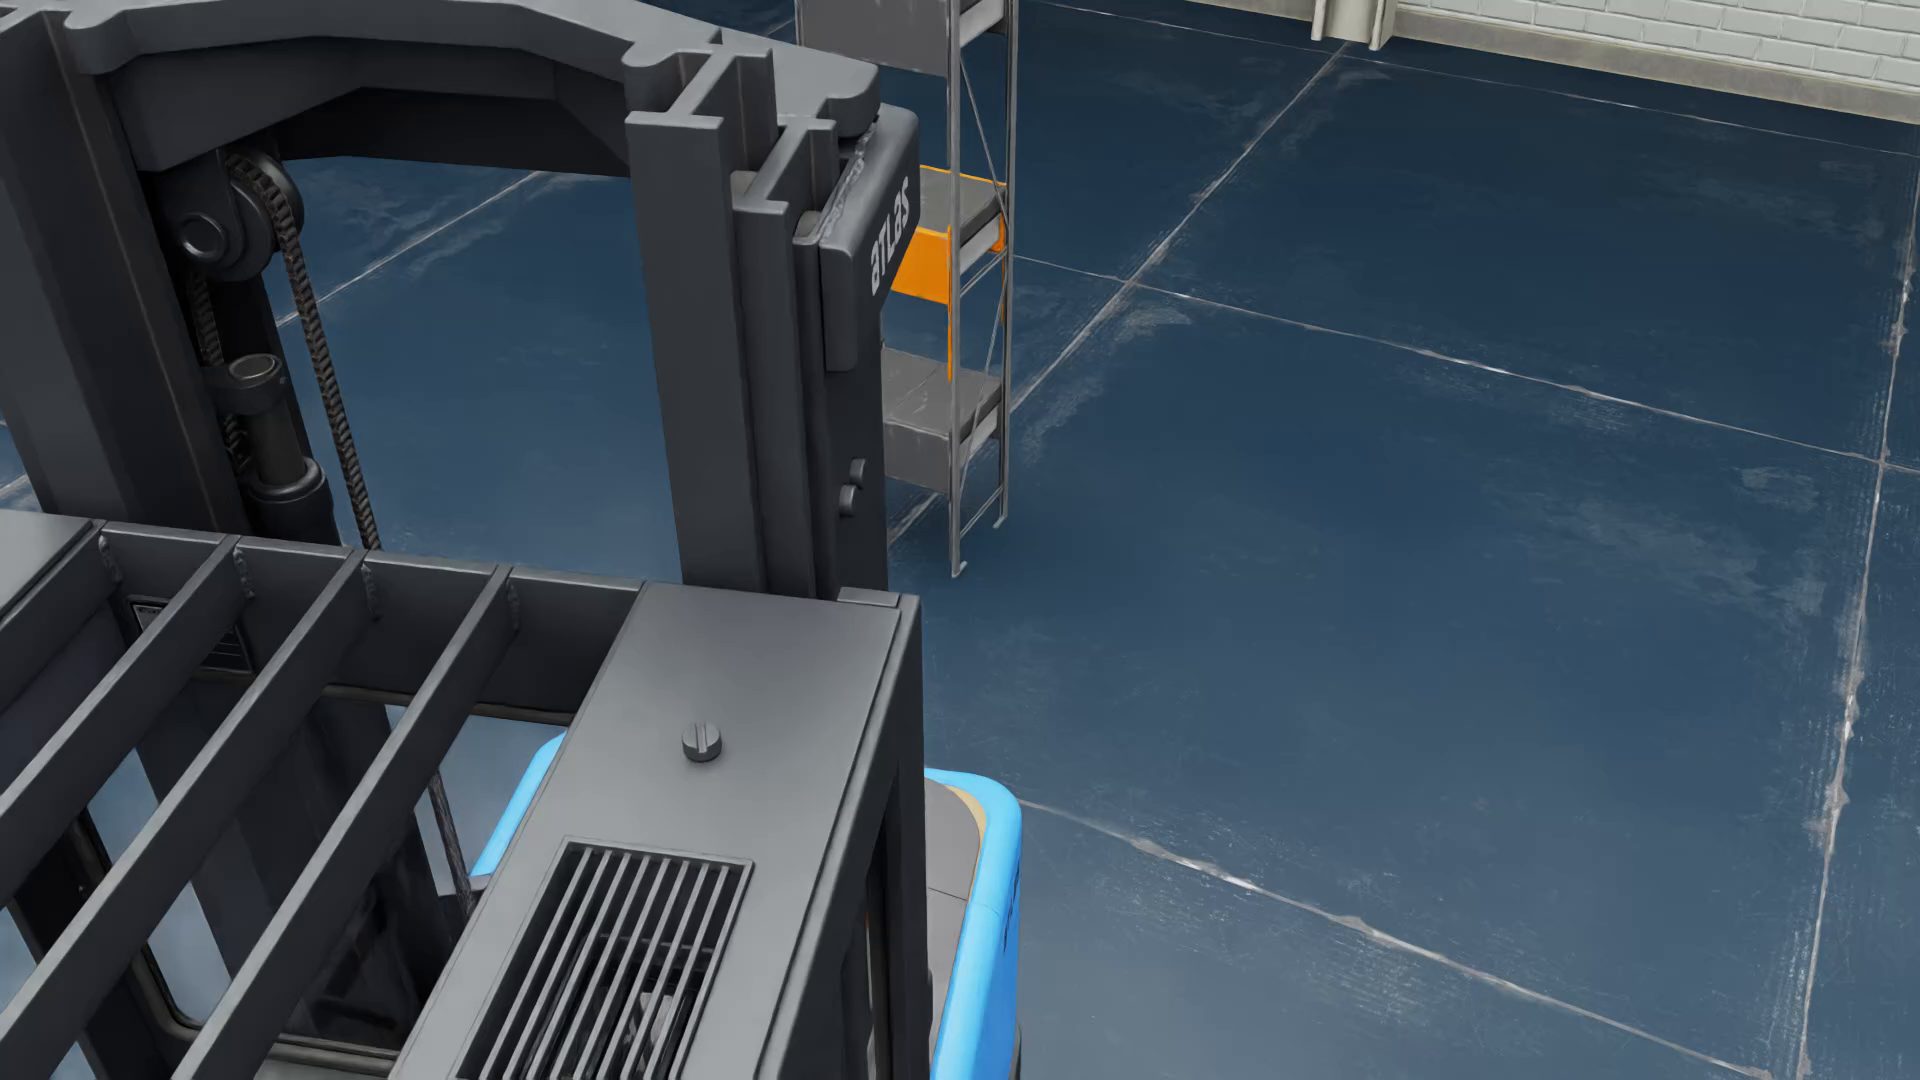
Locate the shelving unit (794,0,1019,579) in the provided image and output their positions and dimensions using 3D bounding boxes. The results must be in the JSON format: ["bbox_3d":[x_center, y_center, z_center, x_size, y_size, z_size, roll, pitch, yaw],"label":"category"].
[{"bbox_3d":[-0.147,-0.882,5.176,0.503,2.100,0.431,17,41,21],"label":"shelving unit"}]

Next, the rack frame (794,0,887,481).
[{"bbox_3d":[-0.364,-0.950,5.265,0.015,2.100,0.400,17,41,21],"label":"rack frame"}]

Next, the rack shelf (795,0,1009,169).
[{"bbox_3d":[-0.147,-1.429,4.761,0.480,0.518,0.431,17,41,21],"label":"rack shelf"}]

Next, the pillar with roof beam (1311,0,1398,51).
[{"bbox_3d":[0.275,-4.172,3.803,0.400,9.000,9.100,17,41,21],"label":"pillar with roof beam"}]

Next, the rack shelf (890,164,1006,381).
[{"bbox_3d":[-0.147,-0.872,5.184,0.480,0.518,0.431,17,41,21],"label":"rack shelf"}]

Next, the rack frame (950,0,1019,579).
[{"bbox_3d":[0.070,-0.815,5.086,0.015,2.100,0.400,17,41,21],"label":"rack frame"}]

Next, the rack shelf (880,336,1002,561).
[{"bbox_3d":[-0.147,-0.314,5.607,0.480,0.518,0.431,17,41,21],"label":"rack shelf"}]

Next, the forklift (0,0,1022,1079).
[{"bbox_3d":[-0.622,0.995,2.015,1.130,2.935,3.031,6,38,8],"label":"forklift"}]
